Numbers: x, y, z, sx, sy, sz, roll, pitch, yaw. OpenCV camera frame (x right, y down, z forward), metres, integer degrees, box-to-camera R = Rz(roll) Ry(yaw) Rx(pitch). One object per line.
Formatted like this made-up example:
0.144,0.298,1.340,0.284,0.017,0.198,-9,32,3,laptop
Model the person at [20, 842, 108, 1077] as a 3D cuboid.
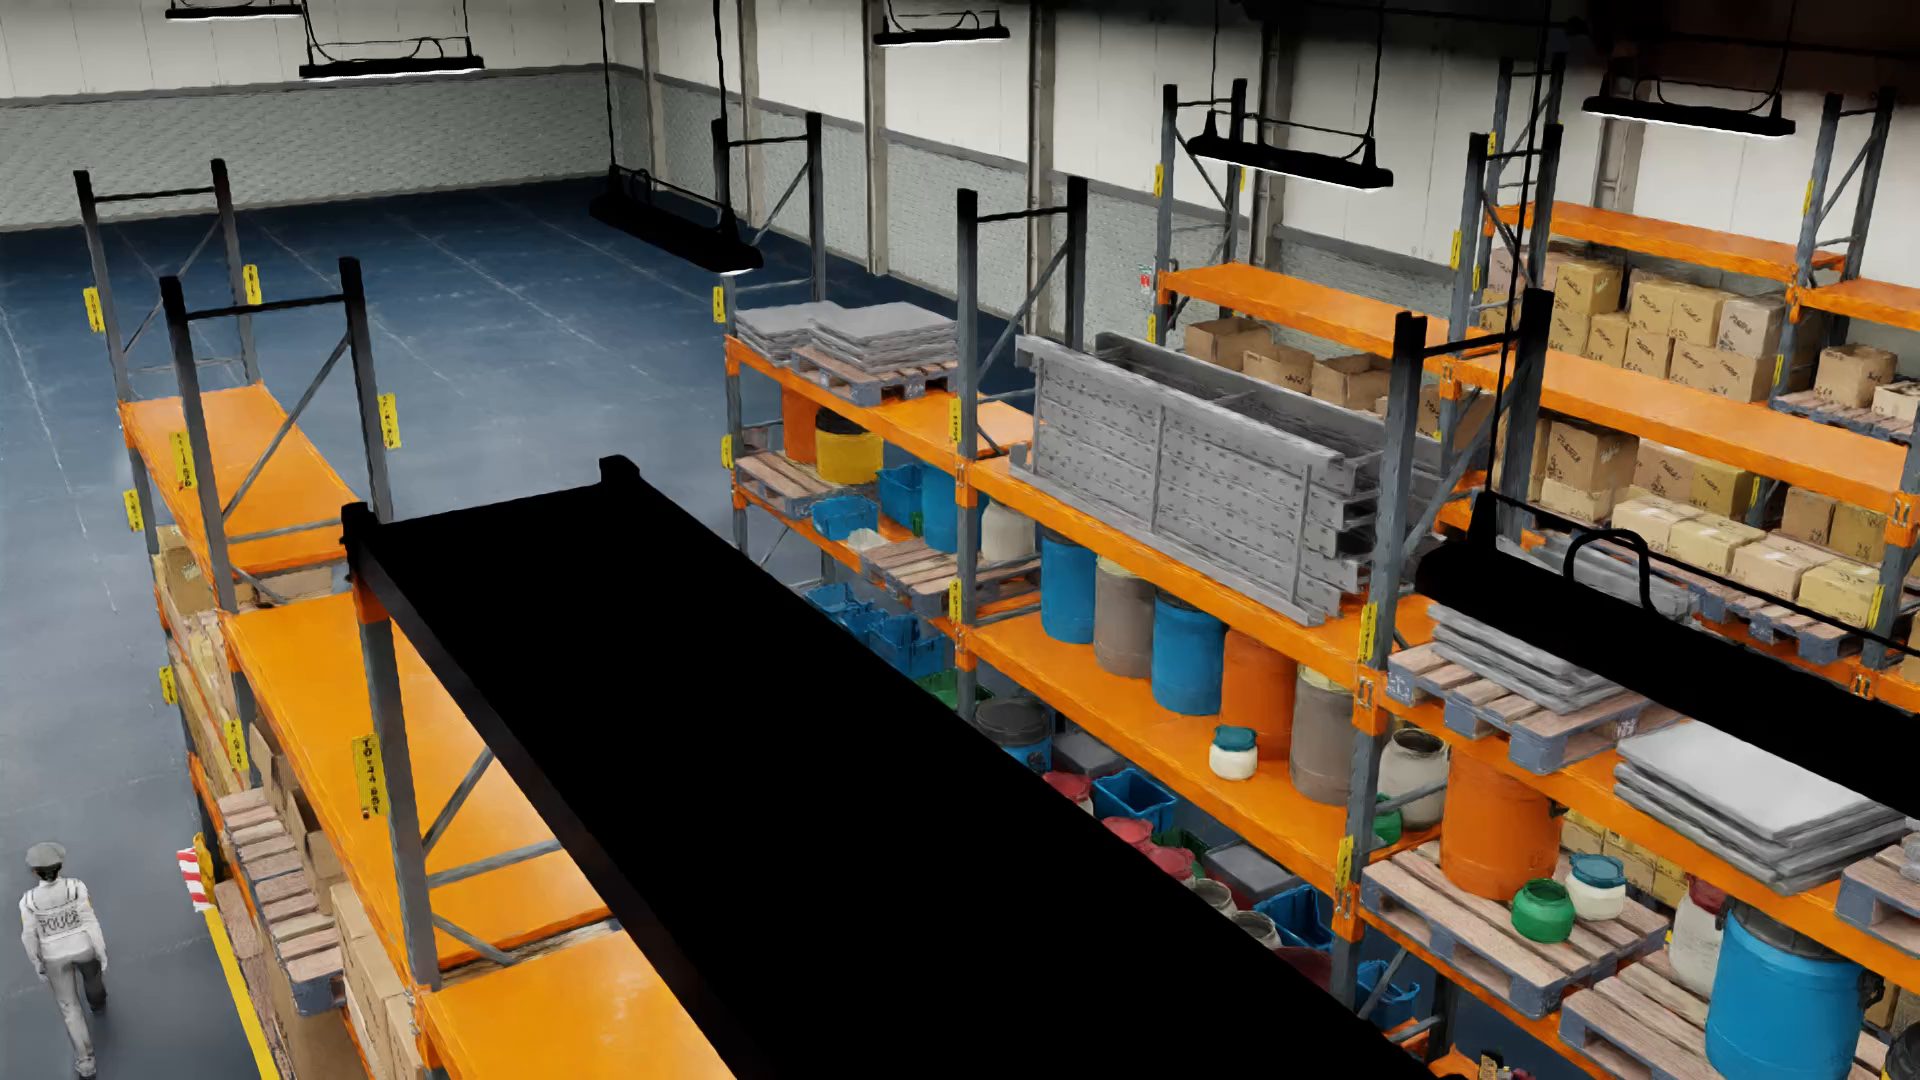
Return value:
-6.421,2.916,11.926,0.489,1.587,1.066,-14,26,-31,person
